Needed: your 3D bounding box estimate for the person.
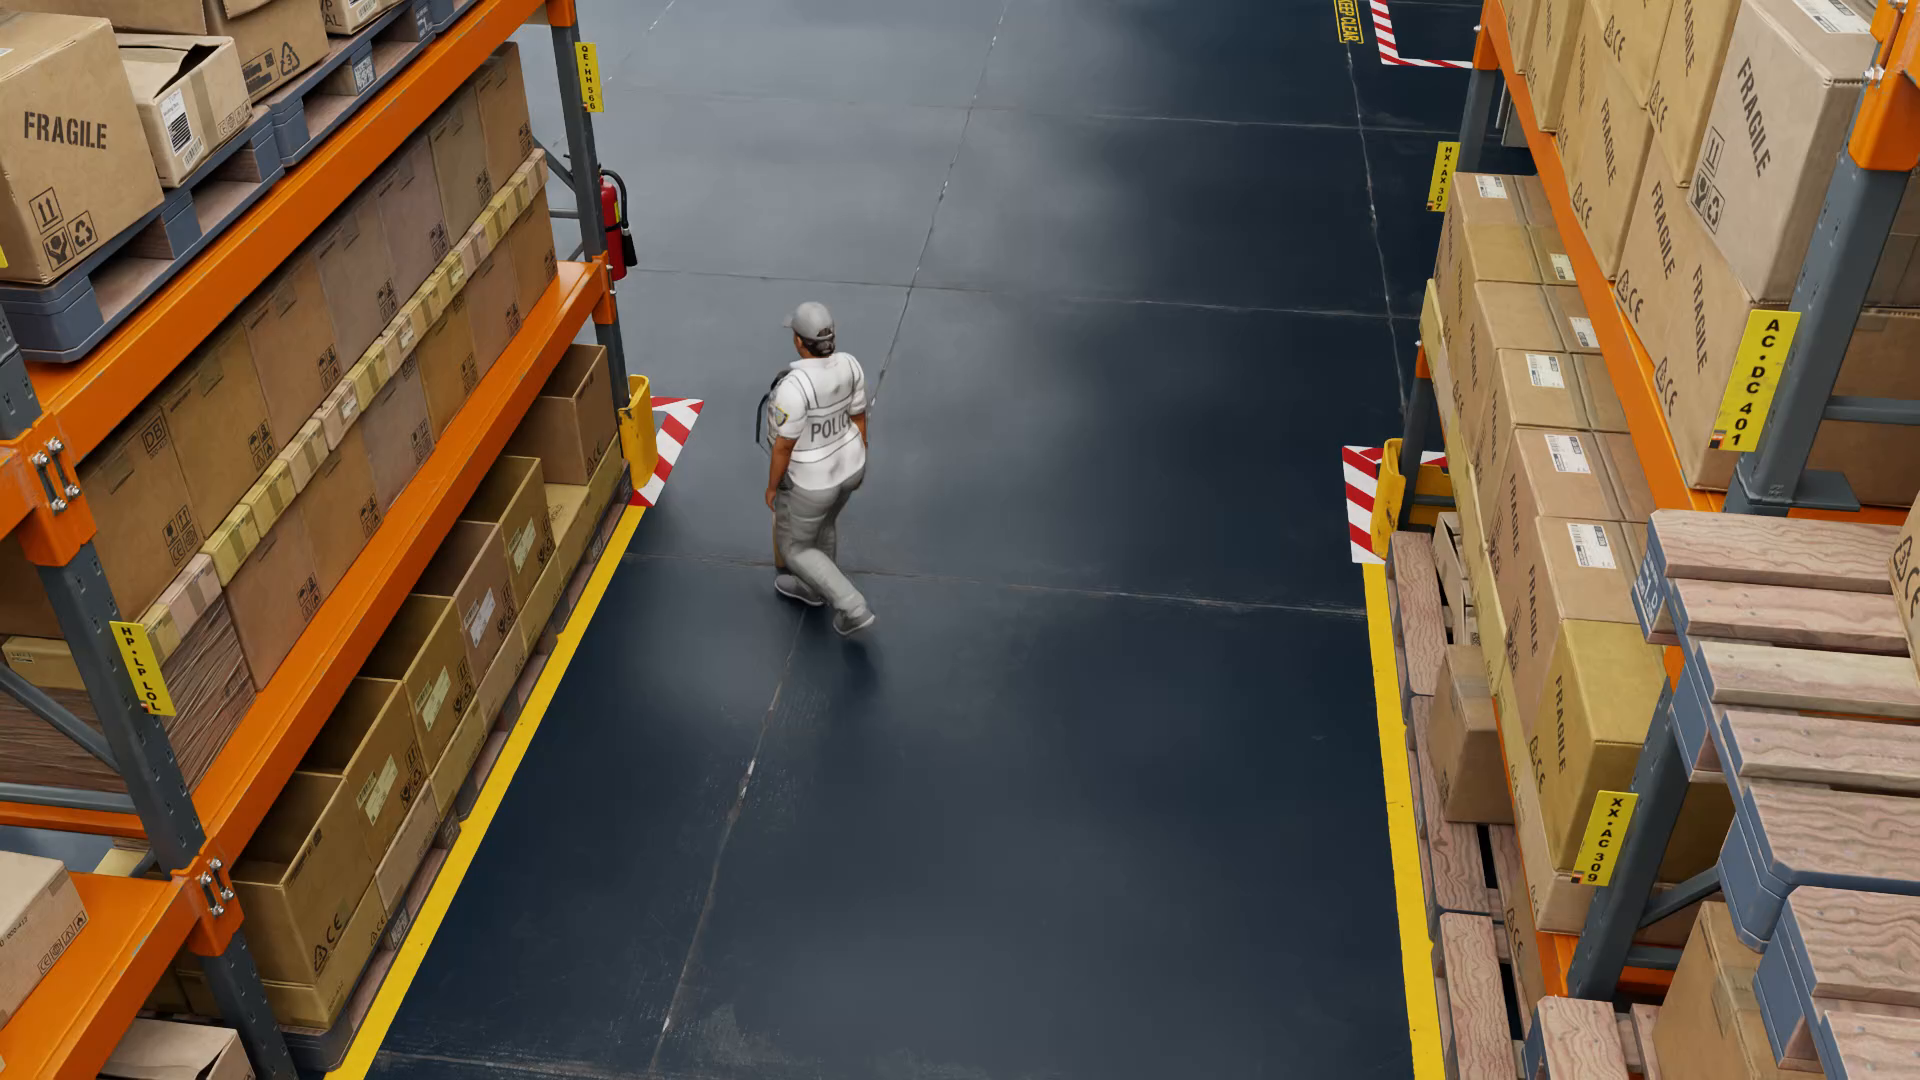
[{"bbox_3d":[-0.639,-0.302,7.443,0.714,1.650,0.493,23,42,28],"label":"person"}]
